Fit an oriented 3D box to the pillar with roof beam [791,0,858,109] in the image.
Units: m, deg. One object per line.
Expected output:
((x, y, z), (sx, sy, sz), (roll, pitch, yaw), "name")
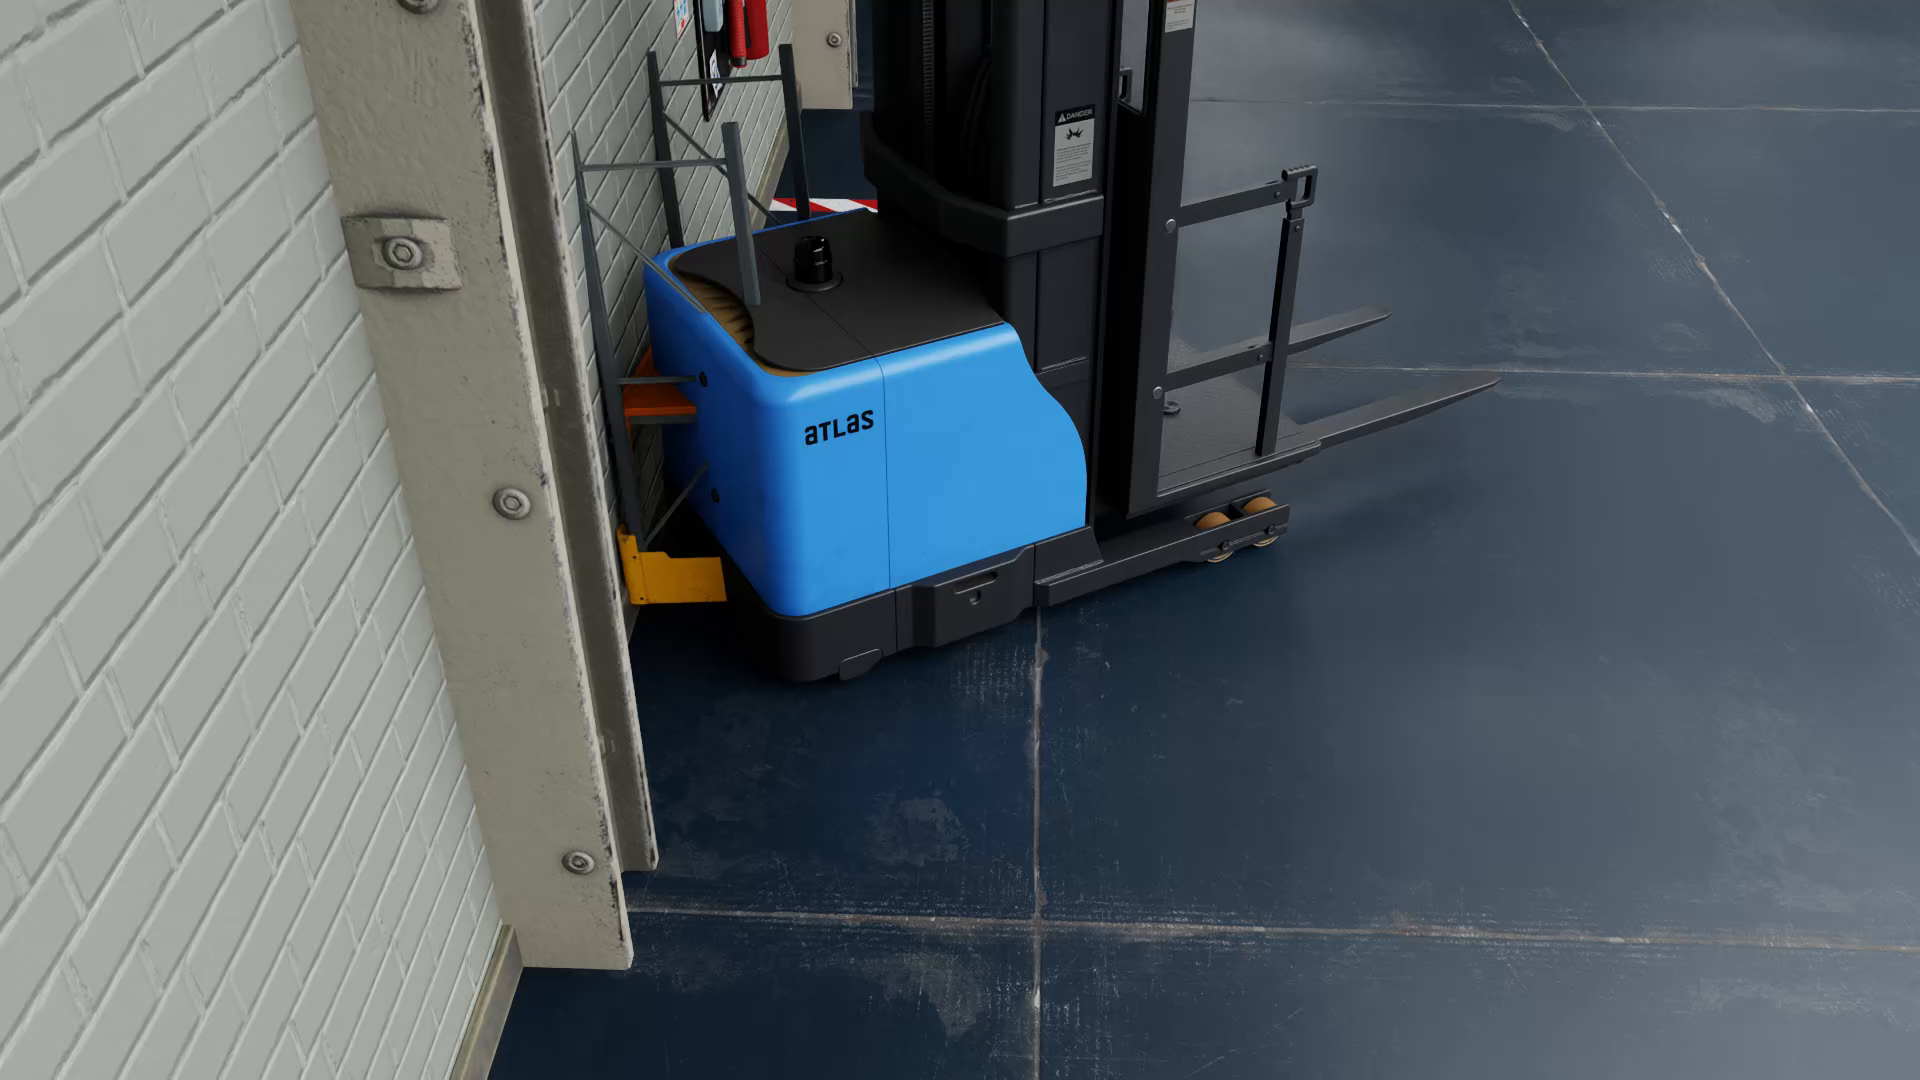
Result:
((3.561, -6.061, 6.548), (9.100, 9.000, 0.400), (1, 35, 2), "pillar with roof beam")

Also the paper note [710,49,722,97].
((-0.954, -1.826, 6.506), (0.016, 0.148, 0.142), (1, 35, 2), "paper note")

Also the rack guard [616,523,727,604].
((-0.769, 0.066, 5.238), (0.587, 0.250, 0.087), (-2, 28, 5), "rack guard")

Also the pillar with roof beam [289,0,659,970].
((3.320, -2.614, 1.643), (9.100, 9.000, 0.400), (1, 35, 2), "pillar with roof beam")

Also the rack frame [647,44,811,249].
((-0.752, -0.956, 5.821), (0.500, 1.500, 0.032), (-2, 28, 5), "rack frame")

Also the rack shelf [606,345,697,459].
((-0.770, -0.557, 5.459), (0.538, 0.185, 1.000), (-2, 28, 5), "rack shelf")

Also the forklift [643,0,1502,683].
((0.546, -1.372, 5.153), (3.031, 2.935, 1.130), (-18, 39, -23), "forklift")

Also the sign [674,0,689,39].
((-1.003, -1.986, 5.936), (0.001, 0.329, 0.234), (1, 35, 2), "sign")

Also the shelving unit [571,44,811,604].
((-0.781, -0.720, 5.382), (0.587, 1.500, 1.083), (-2, 28, 5), "shelving unit")

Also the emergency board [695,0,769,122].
((-0.878, -2.287, 6.395), (0.194, 1.169, 0.643), (1, 35, 2), "emergency board")

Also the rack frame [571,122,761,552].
((-0.811, -0.475, 4.928), (0.500, 1.500, 0.032), (-2, 28, 5), "rack frame")
